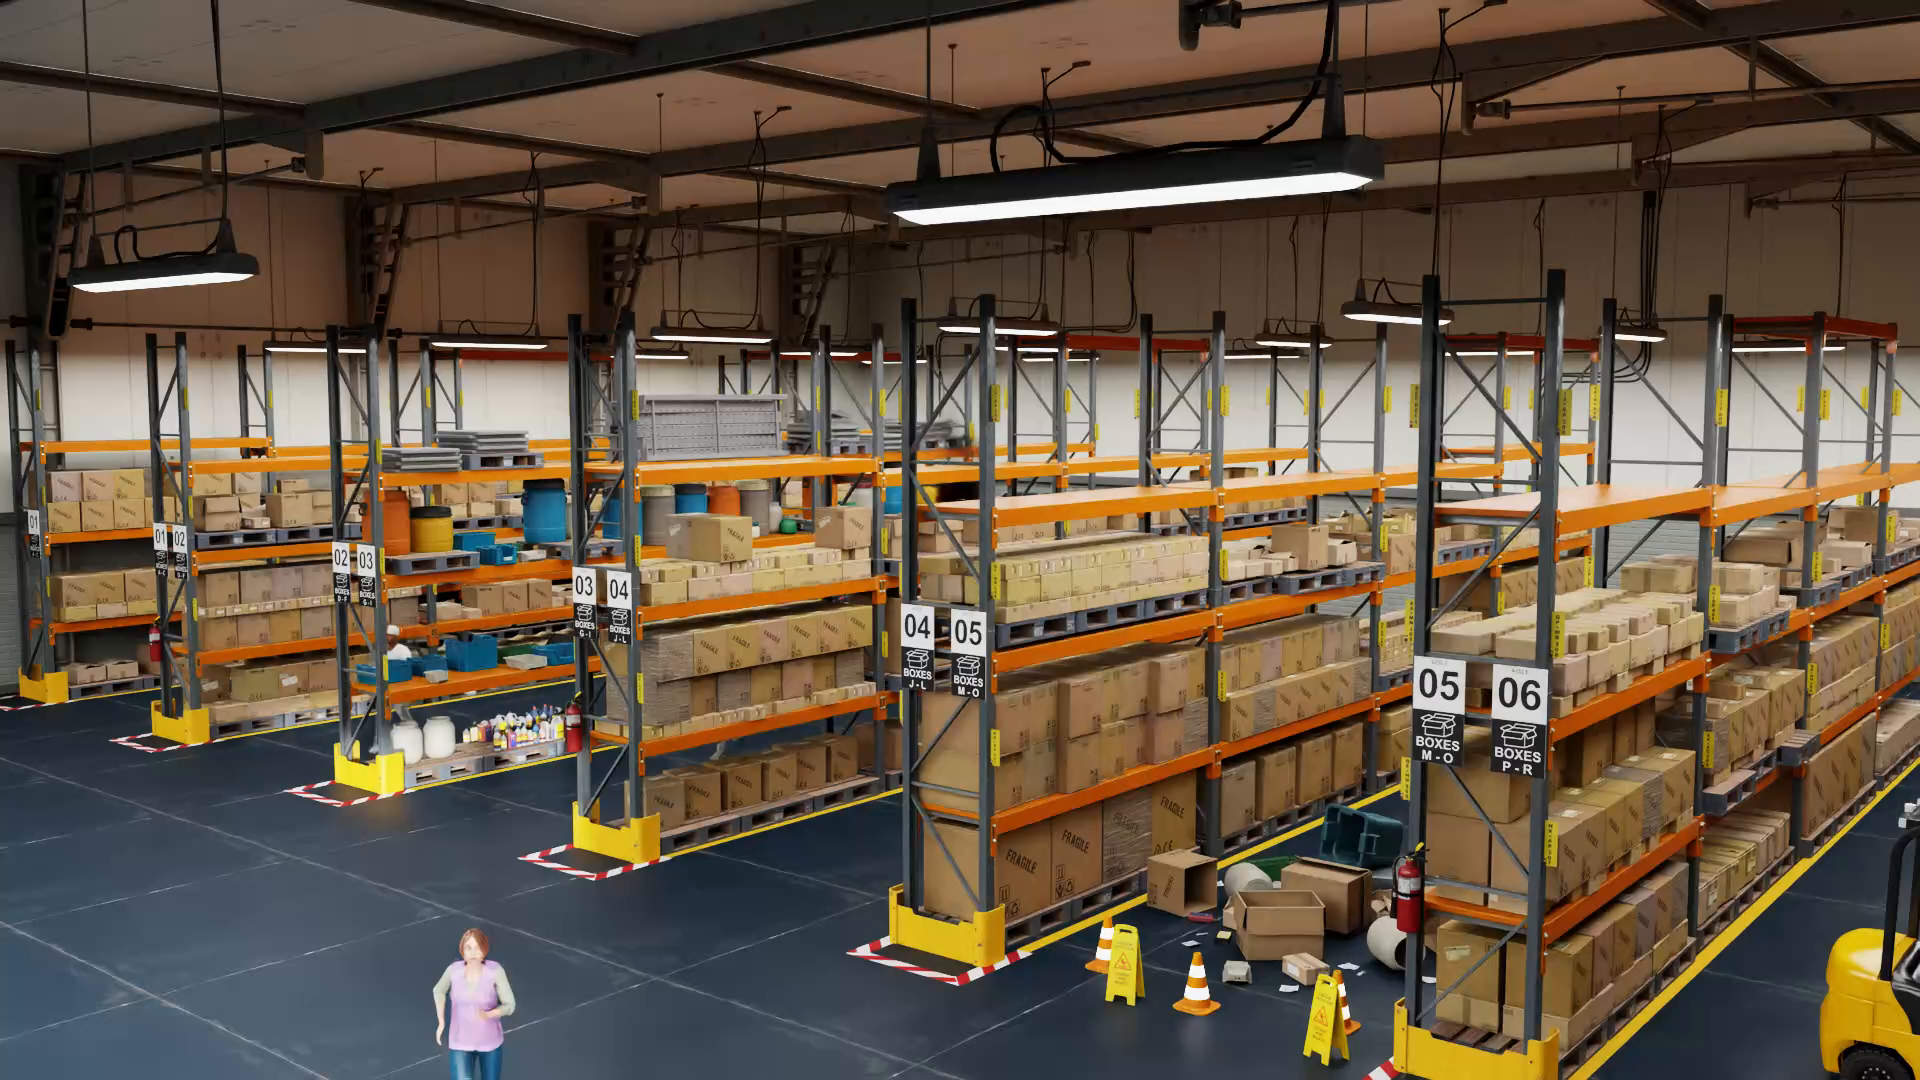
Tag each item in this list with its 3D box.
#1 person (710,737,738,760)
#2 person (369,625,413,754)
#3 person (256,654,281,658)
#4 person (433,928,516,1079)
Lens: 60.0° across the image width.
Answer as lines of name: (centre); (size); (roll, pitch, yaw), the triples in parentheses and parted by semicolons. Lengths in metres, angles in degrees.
person: (-3.101, 2.055, 22.205); (0.615, 1.679, 0.696); (3, 6, 28)
person: (-8.152, 2.119, 23.887); (0.692, 1.807, 0.805); (2, 6, 21)
person: (-11.494, 1.788, 27.781); (0.647, 1.748, 0.659); (3, 6, 29)
person: (-3.213, 3.402, 11.029); (0.528, 1.505, 0.868); (-1, 5, -16)
